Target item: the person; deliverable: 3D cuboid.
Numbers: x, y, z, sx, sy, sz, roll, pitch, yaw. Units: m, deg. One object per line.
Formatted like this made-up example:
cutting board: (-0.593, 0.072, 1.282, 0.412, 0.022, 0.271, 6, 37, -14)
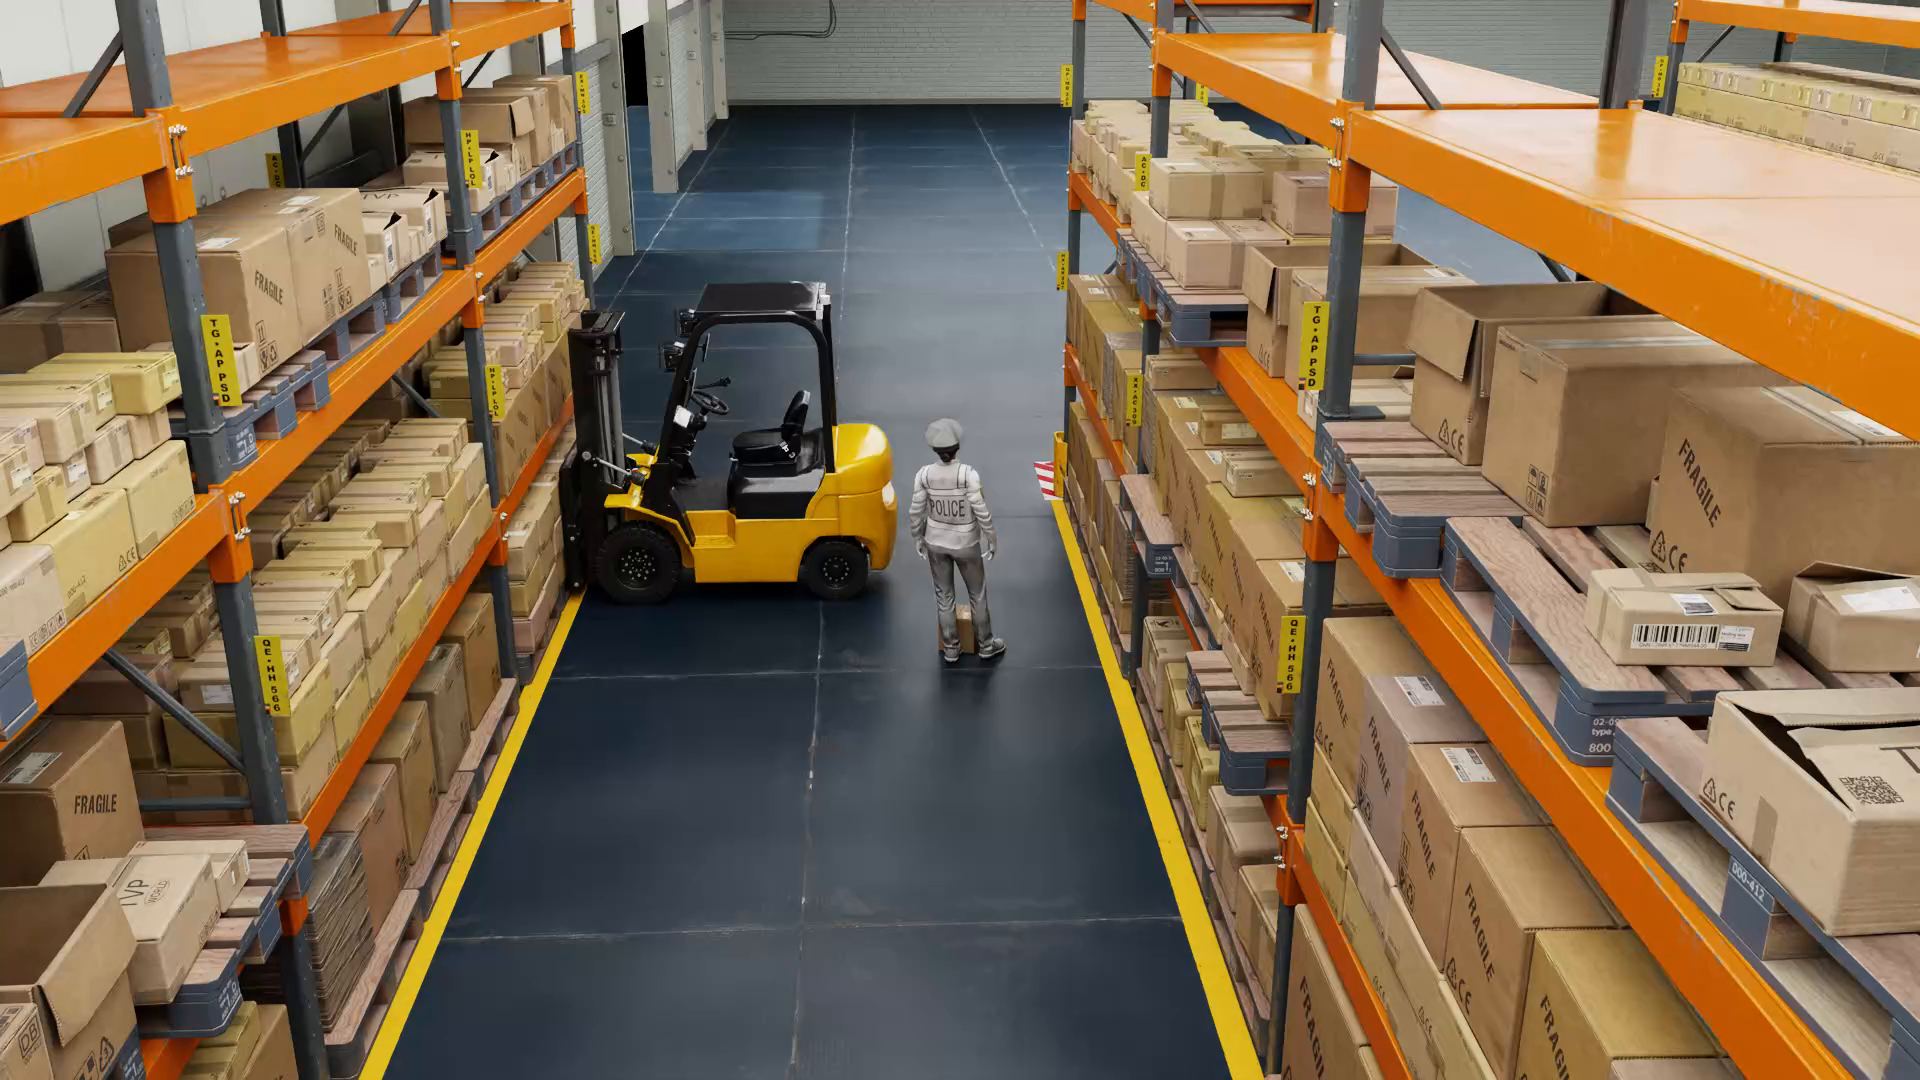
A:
person: (-0.025, -0.003, 11.012, 0.587, 1.696, 0.533, 6, 21, 15)
